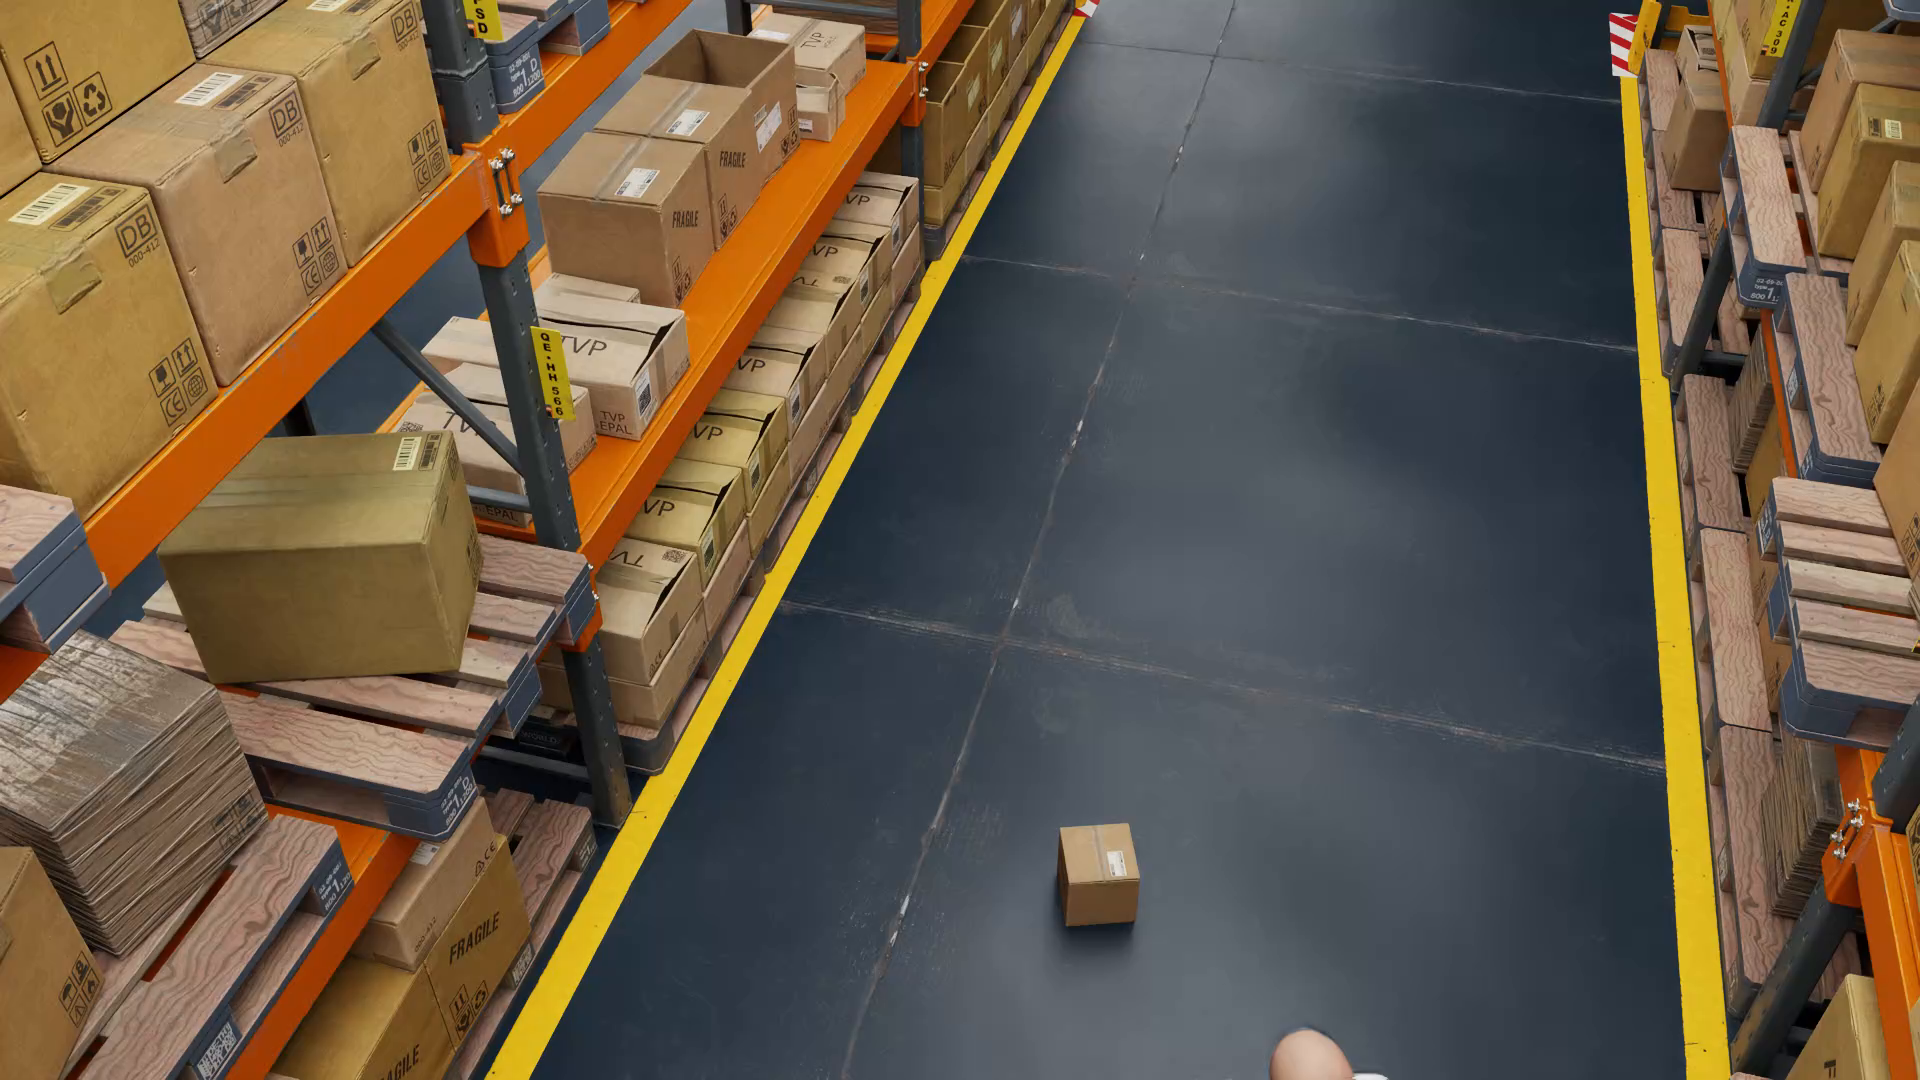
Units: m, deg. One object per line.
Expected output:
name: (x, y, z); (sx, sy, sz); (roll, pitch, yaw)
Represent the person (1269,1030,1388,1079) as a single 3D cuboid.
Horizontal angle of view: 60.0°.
person: (0.801, 1.753, 4.101); (0.614, 1.737, 0.977); (-13, 42, -15)
